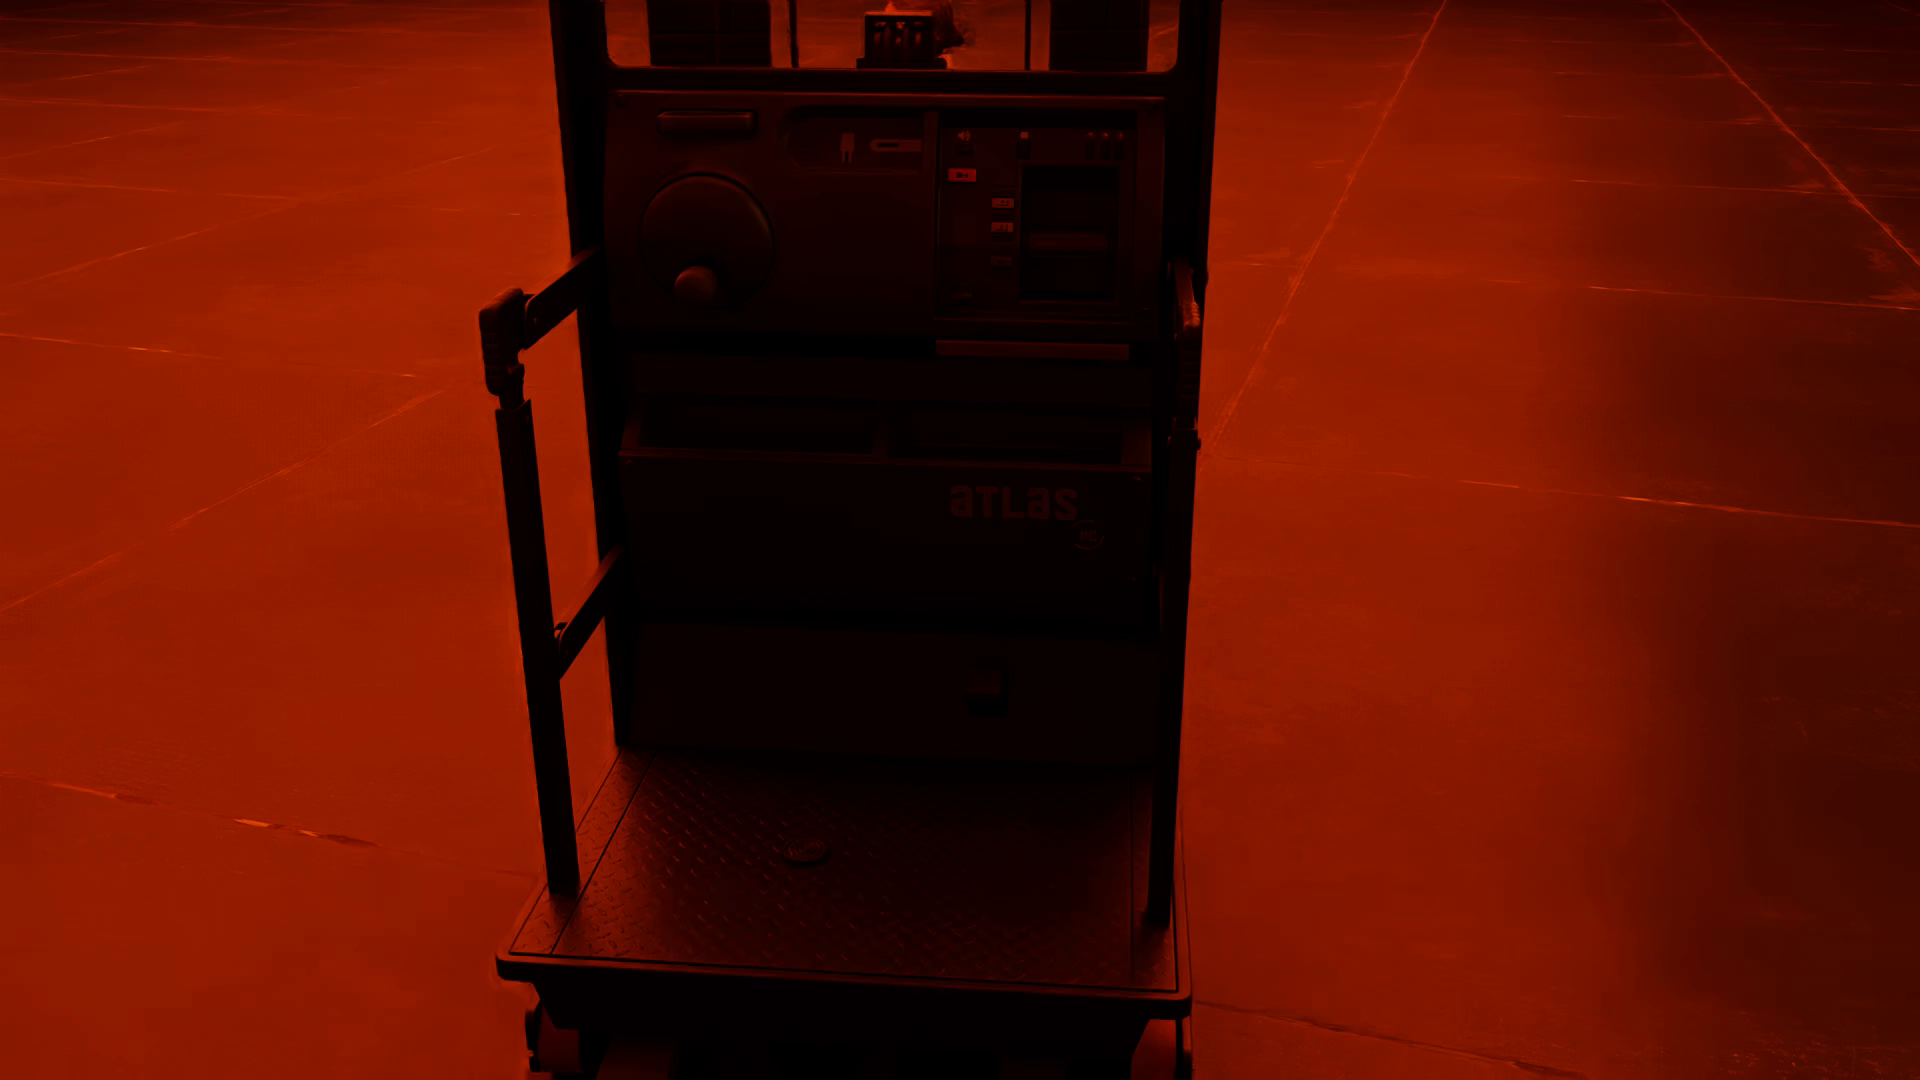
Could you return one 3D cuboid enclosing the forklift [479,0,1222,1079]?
[{"bbox_3d":[-0.147,-0.530,2.563,1.130,2.935,3.031,2,23,5],"label":"forklift"}]

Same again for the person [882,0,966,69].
[{"bbox_3d":[-0.187,-0.767,4.843,0.546,1.635,0.620,5,23,11],"label":"person"}]
